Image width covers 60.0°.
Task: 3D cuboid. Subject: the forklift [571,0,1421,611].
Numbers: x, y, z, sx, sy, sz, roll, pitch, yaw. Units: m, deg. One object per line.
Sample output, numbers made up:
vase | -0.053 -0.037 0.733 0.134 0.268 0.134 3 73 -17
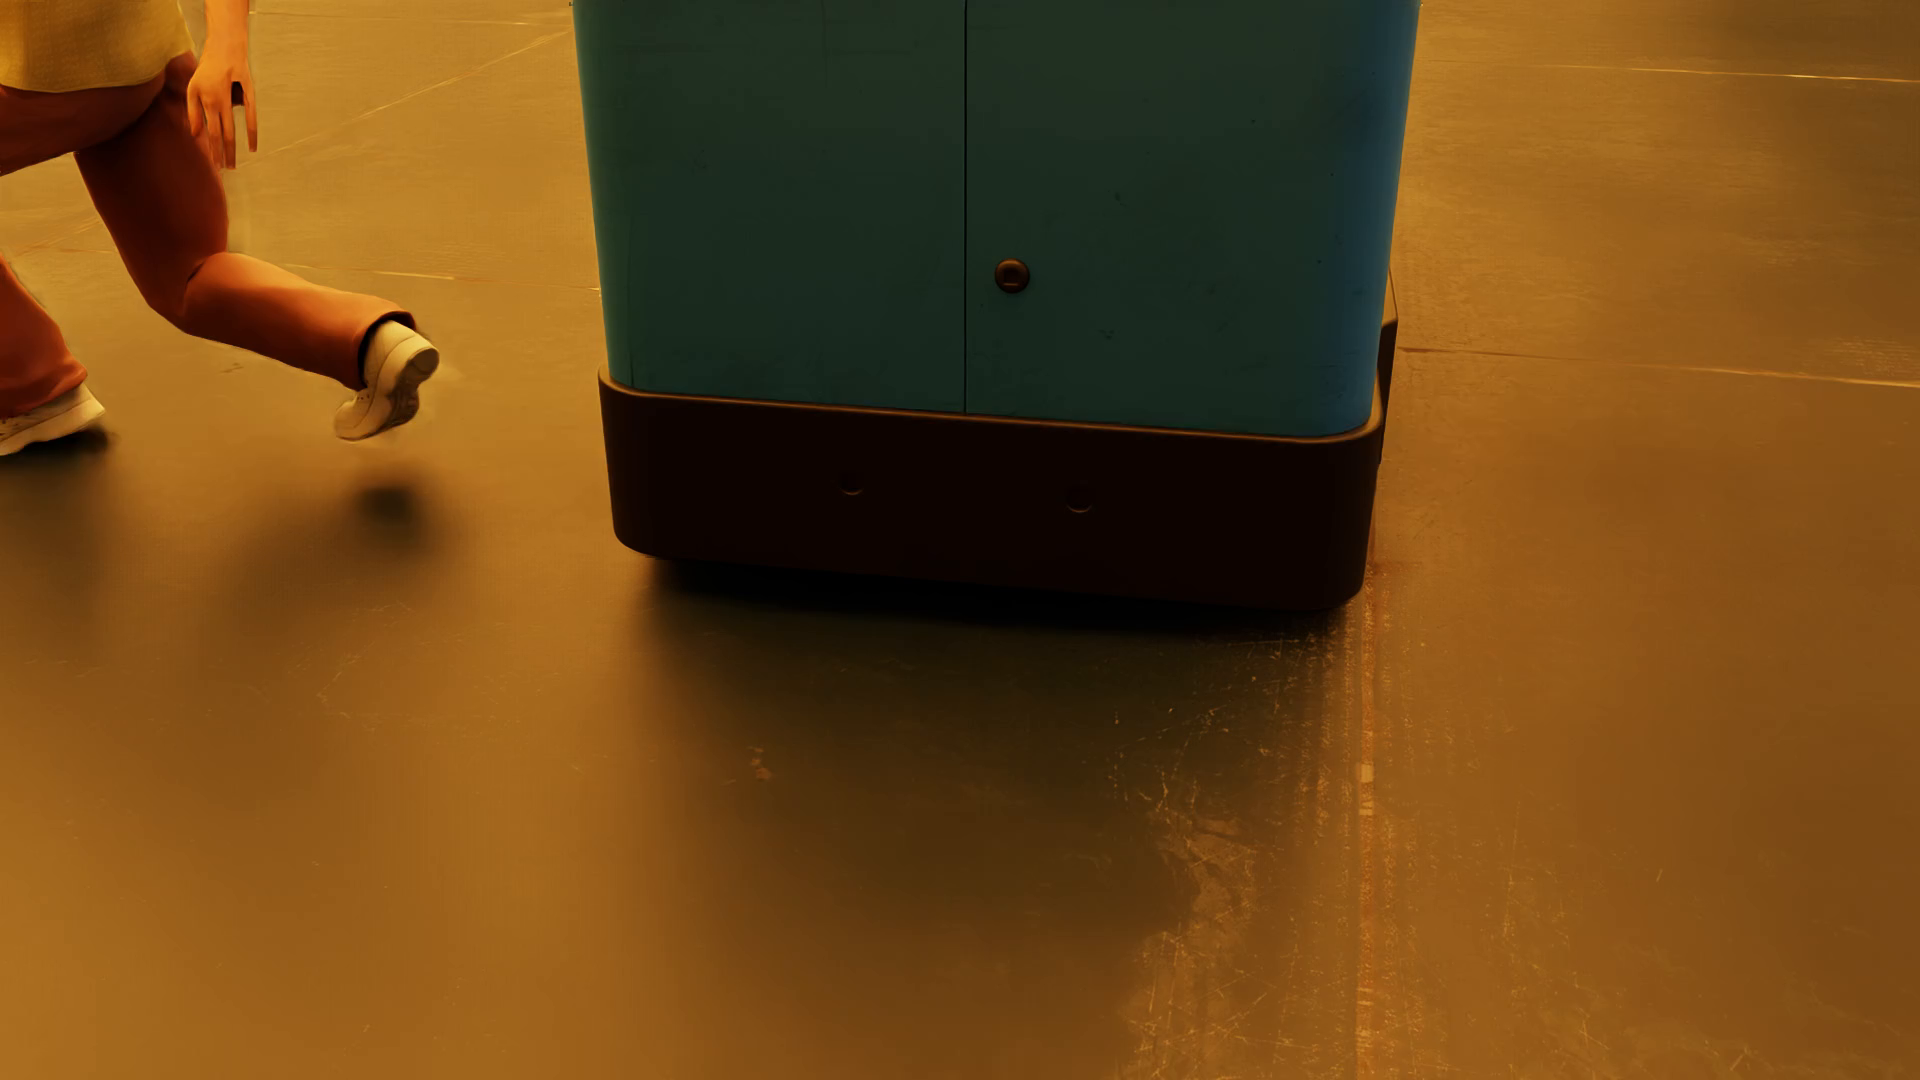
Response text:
forklift | 0.277 -1.857 2.926 1.130 2.935 3.031 5 27 9

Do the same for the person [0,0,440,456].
person | -1.287 -0.705 2.398 0.943 1.448 0.652 -2 27 -3
